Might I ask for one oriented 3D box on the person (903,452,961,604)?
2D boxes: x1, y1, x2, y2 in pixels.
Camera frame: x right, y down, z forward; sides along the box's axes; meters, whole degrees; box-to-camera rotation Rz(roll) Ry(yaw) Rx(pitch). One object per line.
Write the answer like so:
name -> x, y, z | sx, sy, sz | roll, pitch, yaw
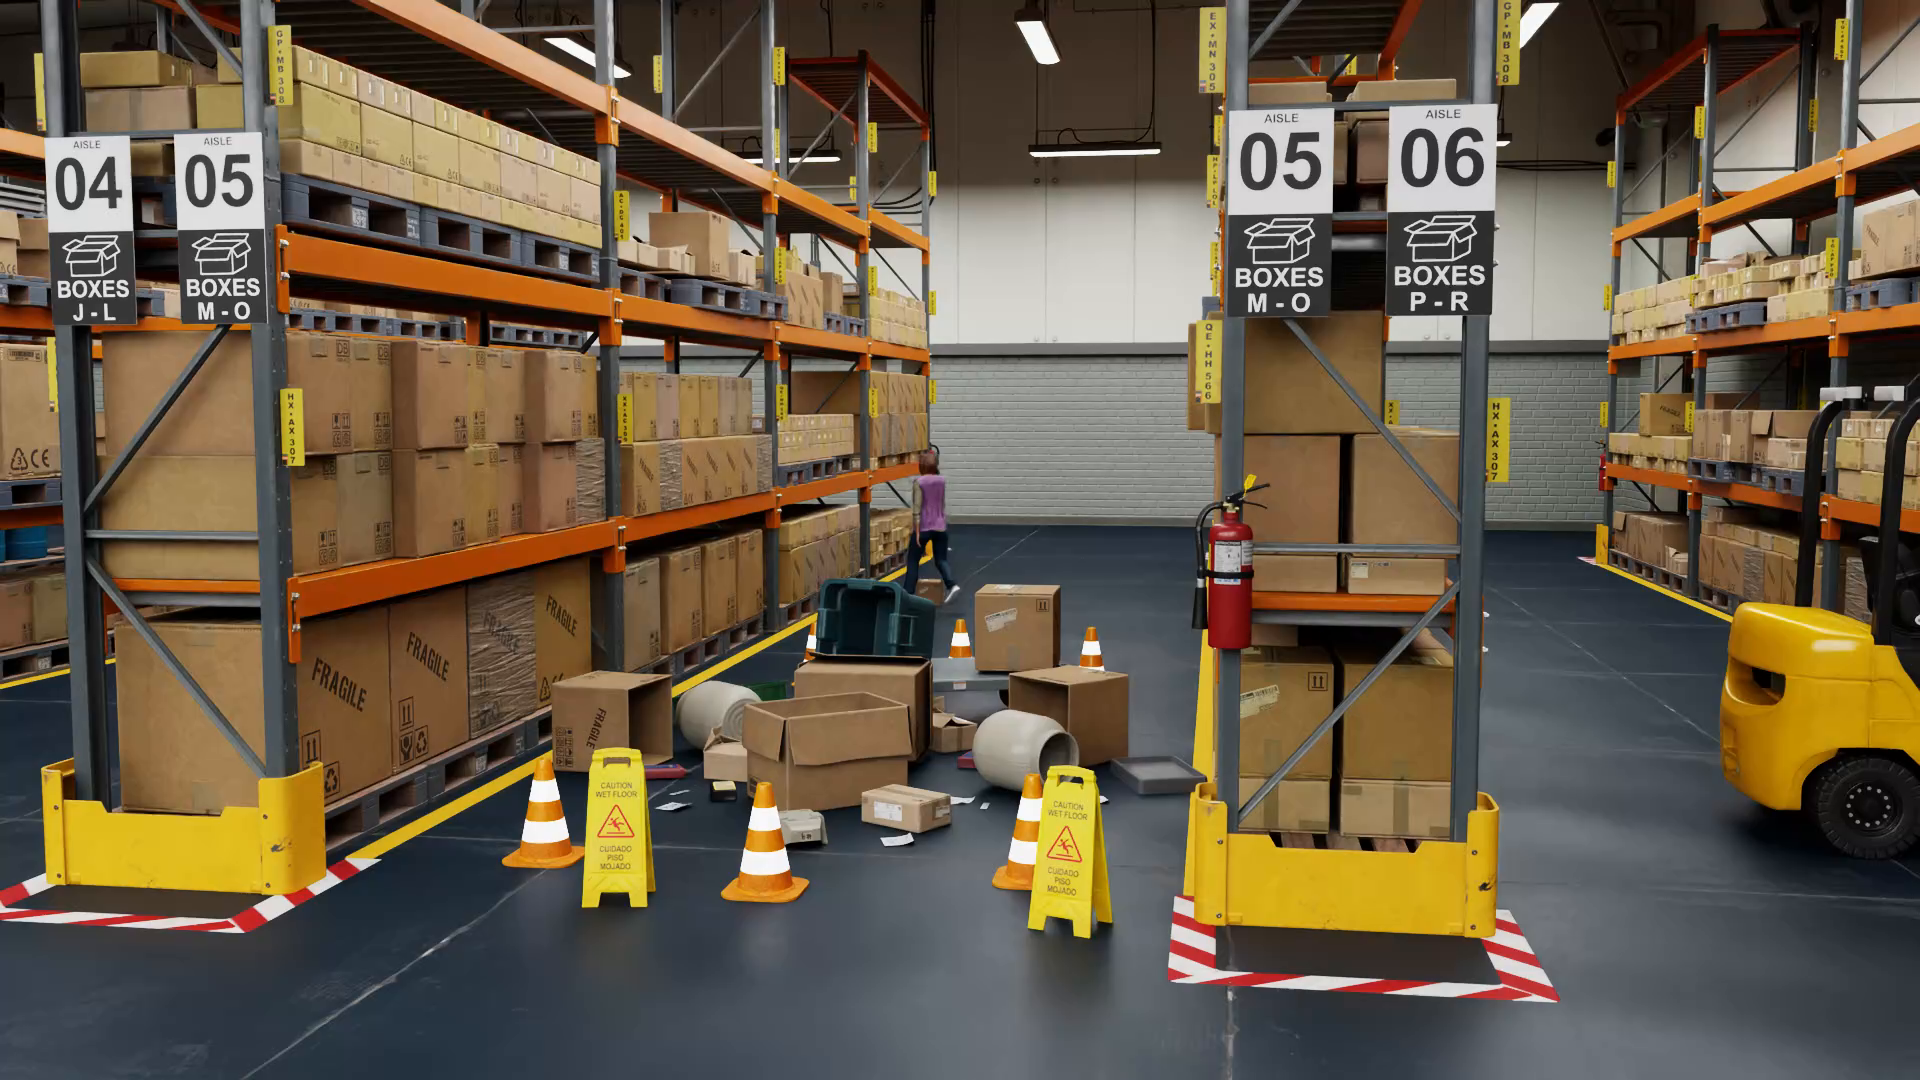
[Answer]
person -> -0.332, -0.085, 16.579 | 0.510, 1.573, 0.739 | -2, 5, -27
